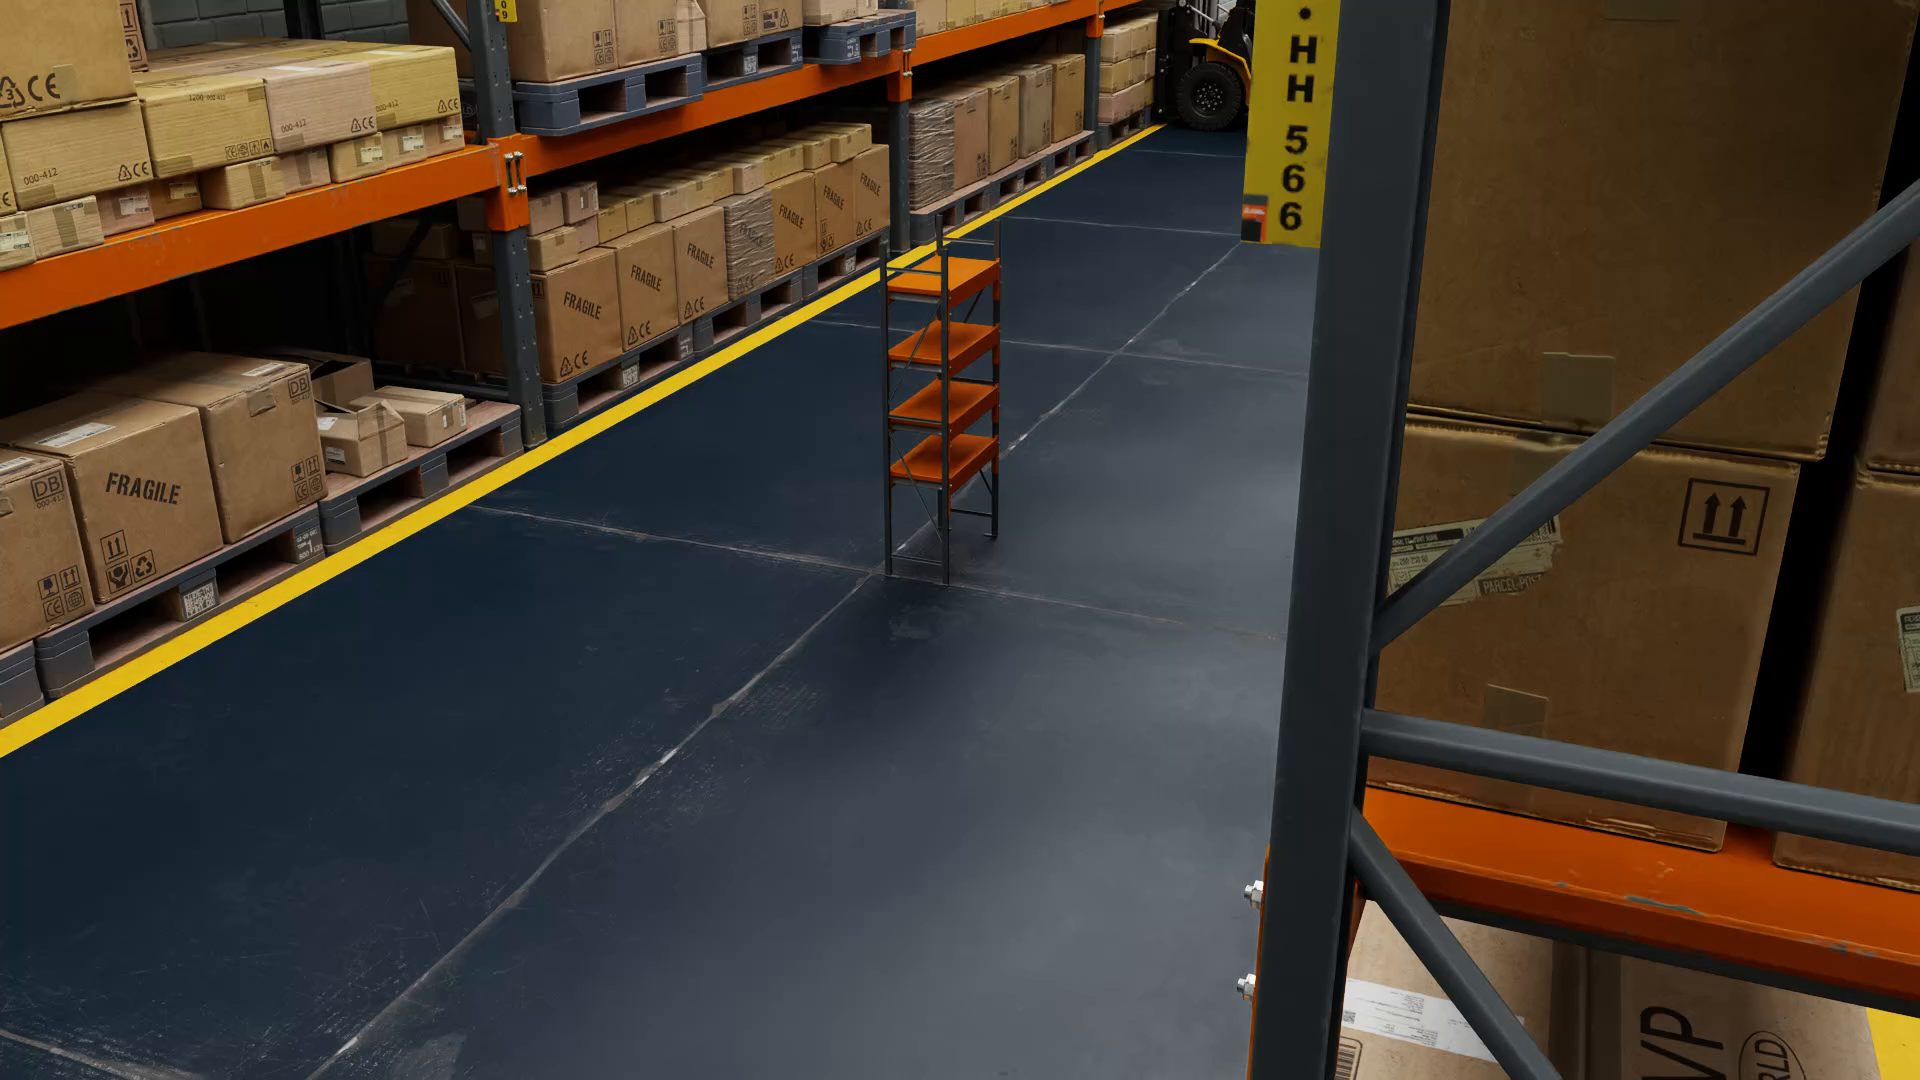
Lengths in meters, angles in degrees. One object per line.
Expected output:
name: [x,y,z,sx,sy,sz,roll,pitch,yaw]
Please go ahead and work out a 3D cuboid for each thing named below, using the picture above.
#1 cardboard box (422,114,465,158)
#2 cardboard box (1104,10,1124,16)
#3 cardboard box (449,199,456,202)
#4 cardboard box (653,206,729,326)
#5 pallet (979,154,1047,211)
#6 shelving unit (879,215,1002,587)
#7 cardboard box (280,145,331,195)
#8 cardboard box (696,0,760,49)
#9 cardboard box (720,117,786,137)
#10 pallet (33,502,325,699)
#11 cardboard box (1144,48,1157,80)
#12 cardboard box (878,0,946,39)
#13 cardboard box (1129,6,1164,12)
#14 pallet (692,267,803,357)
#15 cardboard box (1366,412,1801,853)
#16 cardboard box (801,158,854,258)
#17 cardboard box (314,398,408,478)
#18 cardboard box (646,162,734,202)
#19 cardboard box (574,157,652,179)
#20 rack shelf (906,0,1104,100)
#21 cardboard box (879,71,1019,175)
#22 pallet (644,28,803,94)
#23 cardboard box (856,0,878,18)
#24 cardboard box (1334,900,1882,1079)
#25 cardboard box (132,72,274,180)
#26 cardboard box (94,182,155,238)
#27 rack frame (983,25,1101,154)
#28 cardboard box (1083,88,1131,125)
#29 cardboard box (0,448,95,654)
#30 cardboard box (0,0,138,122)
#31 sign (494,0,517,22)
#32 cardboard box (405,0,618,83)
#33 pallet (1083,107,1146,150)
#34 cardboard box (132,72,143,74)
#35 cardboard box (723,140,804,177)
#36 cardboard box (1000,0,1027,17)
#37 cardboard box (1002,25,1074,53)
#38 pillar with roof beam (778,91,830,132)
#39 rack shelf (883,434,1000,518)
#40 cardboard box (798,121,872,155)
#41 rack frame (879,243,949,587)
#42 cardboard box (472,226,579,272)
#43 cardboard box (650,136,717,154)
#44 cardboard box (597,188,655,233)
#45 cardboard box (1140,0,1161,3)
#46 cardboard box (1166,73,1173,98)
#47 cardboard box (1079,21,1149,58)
cardboard box: [-2.175,-1.597,6.508,0.380,0.149,0.250,9,24,21]
cardboard box: [1.237,-4.860,15.719,0.500,0.250,0.500,8,24,19]
cardboard box: [-2.247,-1.559,7.948,0.380,0.149,0.250,9,24,21]
cardboard box: [-1.525,-1.415,8.443,0.500,0.500,0.500,8,24,18]
pallet: [-0.009,-2.732,12.517,1.003,0.211,1.213,9,24,20]
shelving unit: [-0.061,-0.494,5.877,0.258,1.200,0.503,9,24,20]
cardboard box: [-2.449,-1.315,5.831,0.380,0.149,0.250,9,24,21]
cardboard box: [-1.420,-2.711,8.173,0.700,0.500,0.500,9,24,20]
cardboard box: [-1.289,-2.493,10.182,0.380,0.149,0.250,10,25,23]
pallet: [-2.999,0.107,5.720,1.003,0.211,1.213,9,24,20]
cardboard box: [1.529,-4.370,15.193,0.500,0.250,0.500,9,24,20]
cardboard box: [-0.414,-3.350,10.572,0.500,0.250,0.500,9,24,20]
cardboard box: [1.922,-4.969,15.980,0.500,0.250,0.500,9,24,21]
pallet: [-1.573,-1.311,9.116,1.003,0.211,1.213,9,24,20]
cardboard box: [0.766,0.021,2.179,0.500,0.500,0.500,9,24,20]
cardboard box: [-0.959,-1.976,9.786,0.500,0.500,0.500,8,24,19]
cardboard box: [-2.358,-0.427,6.382,0.396,0.266,0.258,10,25,22]
cardboard box: [-1.411,-1.870,8.693,0.380,0.149,0.250,9,24,20]
cardboard box: [-1.859,-1.932,8.839,0.380,0.149,0.250,8,24,18]
rack shelf: [-0.063,-3.679,12.099,1.077,0.370,4.000,9,24,20]
cardboard box: [-0.076,-3.090,12.292,0.875,0.625,0.625,8,24,18]
pallet: [-1.524,-2.510,8.616,1.003,0.211,1.213,9,24,20]
cardboard box: [-0.693,-3.083,9.520,0.380,0.149,0.250,9,24,21]
cardboard box: [0.985,1.015,2.707,0.875,0.438,0.875,8,24,18]
cardboard box: [-2.624,-1.356,5.414,0.500,0.250,0.500,9,24,20]
cardboard box: [-2.765,-1.048,5.192,0.380,0.149,0.250,9,24,20]
rack frame: [0.680,-4.726,13.673,1.000,3.000,0.127,9,24,20]
cardboard box: [1.167,-3.777,14.423,0.500,0.250,0.500,9,24,21]
cardboard box: [-3.108,0.022,5.004,0.700,0.500,0.500,10,25,22]
cardboard box: [-2.802,-1.507,4.801,0.500,0.500,0.500,9,24,21]
sign: [-1.785,-2.188,6.473,0.100,0.325,0.005,9,24,20]
cardboard box: [-1.904,-2.245,7.057,0.700,0.500,0.500,9,24,21]
pallet: [1.014,-3.718,14.878,1.003,0.211,1.213,9,24,20]
cardboard box: [-3.099,-1.428,5.586,0.500,0.250,0.500,9,24,21]
cardboard box: [-1.106,-2.144,9.347,0.380,0.149,0.250,10,24,22]
cardboard box: [0.157,-3.899,11.888,0.500,0.250,0.500,10,25,22]
cardboard box: [0.683,-4.317,14.418,0.500,0.250,0.500,9,24,21]
pillar with roof beam: [2.839,-6.042,9.040,9.100,9.000,0.400,9,24,20]
rack shelf: [-0.061,-0.249,5.979,0.258,0.148,0.480,9,24,20]
cardboard box: [-0.754,-2.422,10.012,0.380,0.149,0.250,8,24,17]
rack frame: [-0.152,-0.407,5.668,0.240,1.200,0.015,9,24,20]
cardboard box: [-1.911,-1.293,7.312,0.380,0.149,0.250,10,25,23]
cardboard box: [-1.617,-2.217,9.522,0.380,0.149,0.250,8,24,18]
cardboard box: [-1.706,-1.597,8.039,0.380,0.149,0.250,8,24,19]
cardboard box: [1.812,-5.399,17.010,0.500,0.250,0.500,8,24,19]
cardboard box: [1.725,-4.326,15.737,0.500,0.250,0.500,10,25,22]
cardboard box: [1.351,-4.422,14.671,0.500,0.250,0.500,9,24,20]
